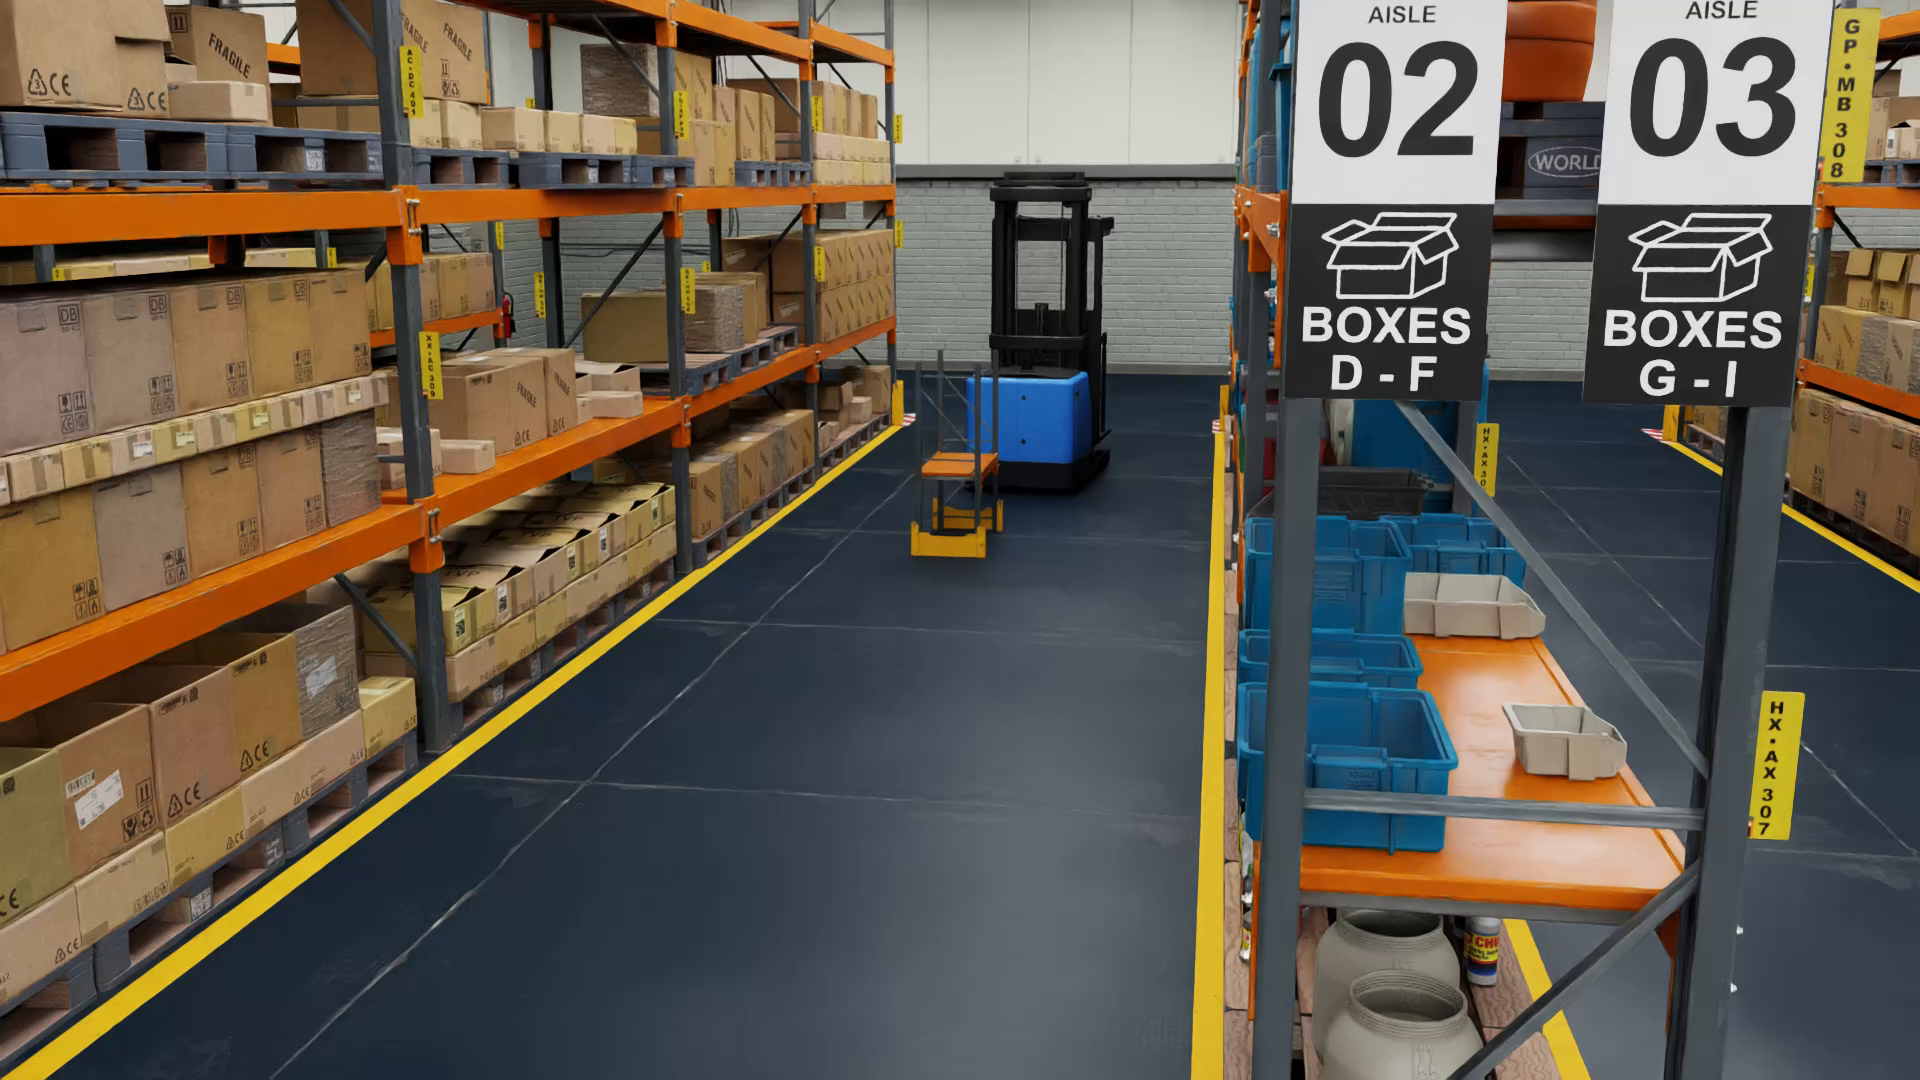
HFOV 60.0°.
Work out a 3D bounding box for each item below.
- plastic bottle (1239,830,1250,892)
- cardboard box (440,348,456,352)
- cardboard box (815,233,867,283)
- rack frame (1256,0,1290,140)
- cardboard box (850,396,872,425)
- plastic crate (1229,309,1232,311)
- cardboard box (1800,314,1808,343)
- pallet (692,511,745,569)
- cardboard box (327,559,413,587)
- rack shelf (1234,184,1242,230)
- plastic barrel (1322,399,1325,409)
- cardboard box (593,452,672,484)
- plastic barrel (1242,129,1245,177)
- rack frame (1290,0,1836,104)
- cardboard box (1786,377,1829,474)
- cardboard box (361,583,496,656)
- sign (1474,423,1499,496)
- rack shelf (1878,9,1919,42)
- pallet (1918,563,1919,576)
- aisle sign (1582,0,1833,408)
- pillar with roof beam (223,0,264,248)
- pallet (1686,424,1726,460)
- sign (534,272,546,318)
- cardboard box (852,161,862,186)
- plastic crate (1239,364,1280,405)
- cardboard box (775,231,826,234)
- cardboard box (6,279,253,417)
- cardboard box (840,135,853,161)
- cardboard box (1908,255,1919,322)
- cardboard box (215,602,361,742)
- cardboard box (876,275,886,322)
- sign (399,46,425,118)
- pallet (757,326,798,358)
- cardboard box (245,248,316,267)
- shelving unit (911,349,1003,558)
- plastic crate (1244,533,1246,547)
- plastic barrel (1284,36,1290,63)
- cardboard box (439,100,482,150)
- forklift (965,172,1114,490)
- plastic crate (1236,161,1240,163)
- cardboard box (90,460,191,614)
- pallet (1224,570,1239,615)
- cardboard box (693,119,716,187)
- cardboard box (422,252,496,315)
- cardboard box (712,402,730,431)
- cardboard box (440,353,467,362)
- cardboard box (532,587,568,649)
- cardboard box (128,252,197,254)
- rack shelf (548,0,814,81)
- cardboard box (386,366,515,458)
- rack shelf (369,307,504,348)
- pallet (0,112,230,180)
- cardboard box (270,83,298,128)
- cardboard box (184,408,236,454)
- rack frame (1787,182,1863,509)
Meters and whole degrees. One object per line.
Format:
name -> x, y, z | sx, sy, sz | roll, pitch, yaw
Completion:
plastic bottle -> 1.126, 1.161, 6.229 | 0.144, 0.351, 0.185 | 2, 12, 11
cardboard box -> -6.348, -2.243, 20.177 | 0.380, 0.149, 0.250 | 2, 12, 9
cardboard box -> -1.293, -3.015, 17.753 | 0.500, 0.500, 0.500 | 2, 12, 10
rack frame -> 1.783, -3.172, 6.854 | 1.000, 3.000, 0.127 | 2, 12, 9
cardboard box -> -1.281, -1.452, 18.594 | 0.500, 0.250, 0.500 | 2, 12, 9
plastic crate -> 3.134, -2.533, 18.612 | 0.250, 0.136, 0.298 | 2, 12, 9
cardboard box -> 7.716, -1.917, 14.919 | 0.500, 0.250, 0.500 | 2, 12, 8
pallet -> -2.343, -0.025, 13.107 | 1.003, 0.211, 1.213 | 2, 12, 9
cardboard box -> -3.258, 0.262, 9.359 | 0.500, 0.311, 0.500 | 2, 12, 10
rack shelf -> 2.706, -2.603, 13.041 | 1.077, 0.370, 4.000 | 2, 12, 9
plastic barrel -> 2.451, -0.906, 10.312 | 0.421, 0.512, 0.421 | 0, 12, 0
cardboard box -> -2.584, -0.429, 13.254 | 0.500, 0.500, 0.500 | 2, 12, 11
plastic barrel -> 2.048, -2.539, 10.768 | 0.421, 0.512, 0.421 | 0, 12, 0
rack frame -> 1.168, -2.340, 2.990 | 1.000, 3.000, 0.127 | 2, 12, 9
cardboard box -> 8.088, -1.046, 15.274 | 0.875, 0.875, 0.875 | 2, 12, 9
cardboard box -> -2.801, 0.386, 8.783 | 0.500, 0.311, 0.500 | 2, 12, 9
sign -> 2.325, -0.355, 7.364 | 0.100, 0.325, 0.005 | 2, 12, 9
rack shelf -> 7.600, -3.714, 12.023 | 1.077, 0.370, 4.000 | 2, 12, 9
pallet -> 7.488, 0.289, 11.649 | 1.003, 0.211, 1.213 | 2, 12, 9
aisle sign -> 1.446, -0.653, 3.235 | 0.394, 0.787, 0.004 | 2, 12, 9
pillar with roof beam -> -3.269, -5.193, 16.230 | 9.100, 9.000, 0.400 | 2, 12, 9
pallet -> 8.477, -1.045, 17.842 | 1.003, 0.211, 1.213 | 2, 12, 9
sign -> -3.033, -1.777, 12.057 | 0.100, 0.325, 0.005 | 2, 12, 9
cardboard box -> -1.328, -3.865, 17.543 | 0.500, 0.250, 0.500 | 2, 12, 9
plastic crate -> 1.848, -0.777, 9.828 | 0.402, 0.464, 0.583 | 2, 12, 9
cardboard box -> -1.749, -3.140, 18.332 | 0.500, 0.500, 0.500 | 2, 12, 9
cardboard box -> -3.327, -0.782, 6.686 | 0.700, 0.500, 0.500 | 2, 12, 9
cardboard box -> -1.396, -4.005, 17.006 | 0.500, 0.250, 0.500 | 2, 12, 9
cardboard box -> 7.621, -1.878, 12.471 | 0.797, 0.503, 0.637 | 2, 12, 10
cardboard box -> -3.054, 0.579, 7.439 | 0.500, 0.500, 0.500 | 2, 12, 9
cardboard box -> -1.141, -2.738, 18.840 | 0.500, 0.500, 0.500 | 2, 12, 9
sign -> -2.562, -2.141, 7.774 | 0.100, 0.325, 0.005 | 2, 12, 9
pallet -> -2.111, -1.810, 15.227 | 1.003, 0.211, 1.213 | 2, 12, 9
cardboard box -> -6.595, -2.691, 16.090 | 0.500, 0.250, 0.500 | 2, 12, 10
shelving unit -> -0.012, -0.717, 13.262 | 0.587, 1.500, 1.083 | 2, 12, 9
plastic crate -> 1.296, 0.137, 6.240 | 0.450, 0.188, 0.662 | 2, 12, 9
plastic barrel -> 1.523, -1.883, 6.728 | 0.421, 0.512, 0.421 | 0, 12, 0
cardboard box -> -2.925, -2.242, 9.015 | 0.500, 0.250, 0.500 | 1, 12, 3
forklift -> 0.911, -2.164, 16.580 | 1.130, 2.935, 3.031 | 3, 13, 14
plastic crate -> 2.838, -3.489, 15.843 | 0.416, 0.233, 0.300 | 2, 12, 9
cardboard box -> -3.406, -0.036, 6.305 | 0.700, 0.500, 0.500 | 2, 12, 10
pallet -> 2.241, 0.451, 10.901 | 1.003, 0.211, 1.213 | 2, 12, 9
cardboard box -> -2.383, -2.947, 12.691 | 0.910, 0.500, 0.500 | 2, 12, 9
cardboard box -> -6.229, -3.099, 20.041 | 0.980, 0.700, 0.700 | 2, 12, 11
cardboard box -> -2.349, -1.125, 14.703 | 0.500, 0.250, 0.500 | 2, 12, 9
cardboard box -> -6.047, -2.124, 19.628 | 0.380, 0.149, 0.250 | 2, 12, 10
cardboard box -> -2.647, 0.448, 9.827 | 0.500, 0.250, 0.500 | 1, 12, 7
cardboard box -> -7.250, -2.496, 15.184 | 0.500, 0.250, 0.500 | 1, 12, 7
rack shelf -> -2.188, -4.036, 13.516 | 1.077, 0.370, 4.000 | 2, 12, 9
cardboard box -> -2.895, -0.719, 9.472 | 0.500, 0.500, 0.500 | 3, 12, 13
rack shelf -> -6.468, -2.291, 18.711 | 1.077, 0.370, 4.000 | 2, 12, 9
pallet -> -3.406, -1.393, 5.925 | 1.003, 0.211, 1.213 | 2, 12, 9
cardboard box -> -6.899, -4.393, 16.979 | 0.500, 0.500, 0.500 | 2, 12, 8
cardboard box -> -3.137, -0.439, 6.634 | 0.380, 0.149, 0.250 | 2, 12, 10
rack frame -> 7.908, -1.745, 14.469 | 1.000, 3.000, 0.127 | 2, 12, 9
